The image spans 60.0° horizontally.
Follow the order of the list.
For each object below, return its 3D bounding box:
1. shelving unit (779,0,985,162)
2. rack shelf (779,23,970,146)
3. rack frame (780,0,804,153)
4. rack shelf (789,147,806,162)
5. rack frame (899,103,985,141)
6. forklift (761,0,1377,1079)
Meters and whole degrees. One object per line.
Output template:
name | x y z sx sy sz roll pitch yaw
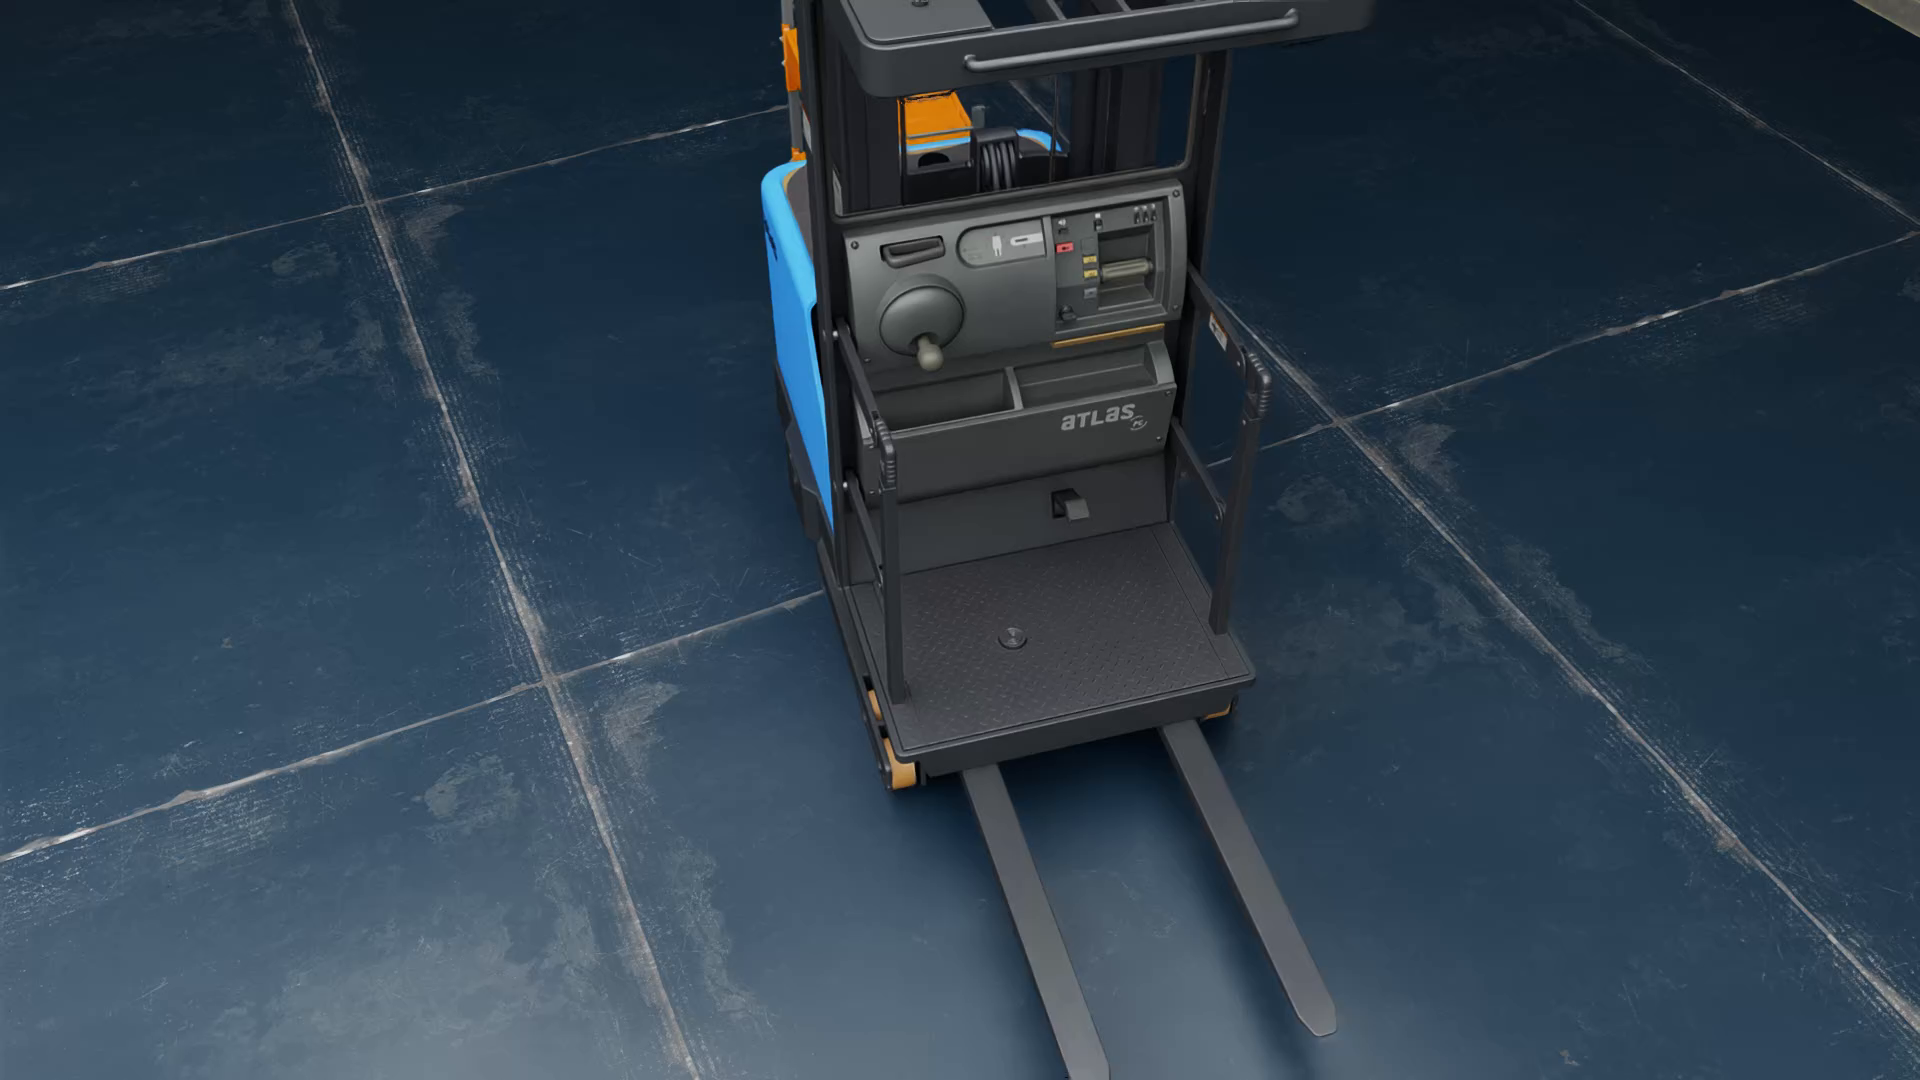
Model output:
shelving unit | -0.298 -1.371 6.339 0.538 1.125 1.048 -11 46 -11
rack shelf | -0.298 -1.579 6.133 0.538 0.278 1.000 -11 46 -11
rack frame | -0.436 -1.715 6.687 0.500 1.125 0.032 -11 46 -11
rack shelf | -0.298 -1.197 6.510 0.538 0.278 1.000 -11 46 -11
rack frame | -0.160 -1.027 5.990 0.500 1.125 0.032 -11 46 -11
forklift | 0.220 -0.609 4.280 1.130 2.935 3.031 -11 46 -11
